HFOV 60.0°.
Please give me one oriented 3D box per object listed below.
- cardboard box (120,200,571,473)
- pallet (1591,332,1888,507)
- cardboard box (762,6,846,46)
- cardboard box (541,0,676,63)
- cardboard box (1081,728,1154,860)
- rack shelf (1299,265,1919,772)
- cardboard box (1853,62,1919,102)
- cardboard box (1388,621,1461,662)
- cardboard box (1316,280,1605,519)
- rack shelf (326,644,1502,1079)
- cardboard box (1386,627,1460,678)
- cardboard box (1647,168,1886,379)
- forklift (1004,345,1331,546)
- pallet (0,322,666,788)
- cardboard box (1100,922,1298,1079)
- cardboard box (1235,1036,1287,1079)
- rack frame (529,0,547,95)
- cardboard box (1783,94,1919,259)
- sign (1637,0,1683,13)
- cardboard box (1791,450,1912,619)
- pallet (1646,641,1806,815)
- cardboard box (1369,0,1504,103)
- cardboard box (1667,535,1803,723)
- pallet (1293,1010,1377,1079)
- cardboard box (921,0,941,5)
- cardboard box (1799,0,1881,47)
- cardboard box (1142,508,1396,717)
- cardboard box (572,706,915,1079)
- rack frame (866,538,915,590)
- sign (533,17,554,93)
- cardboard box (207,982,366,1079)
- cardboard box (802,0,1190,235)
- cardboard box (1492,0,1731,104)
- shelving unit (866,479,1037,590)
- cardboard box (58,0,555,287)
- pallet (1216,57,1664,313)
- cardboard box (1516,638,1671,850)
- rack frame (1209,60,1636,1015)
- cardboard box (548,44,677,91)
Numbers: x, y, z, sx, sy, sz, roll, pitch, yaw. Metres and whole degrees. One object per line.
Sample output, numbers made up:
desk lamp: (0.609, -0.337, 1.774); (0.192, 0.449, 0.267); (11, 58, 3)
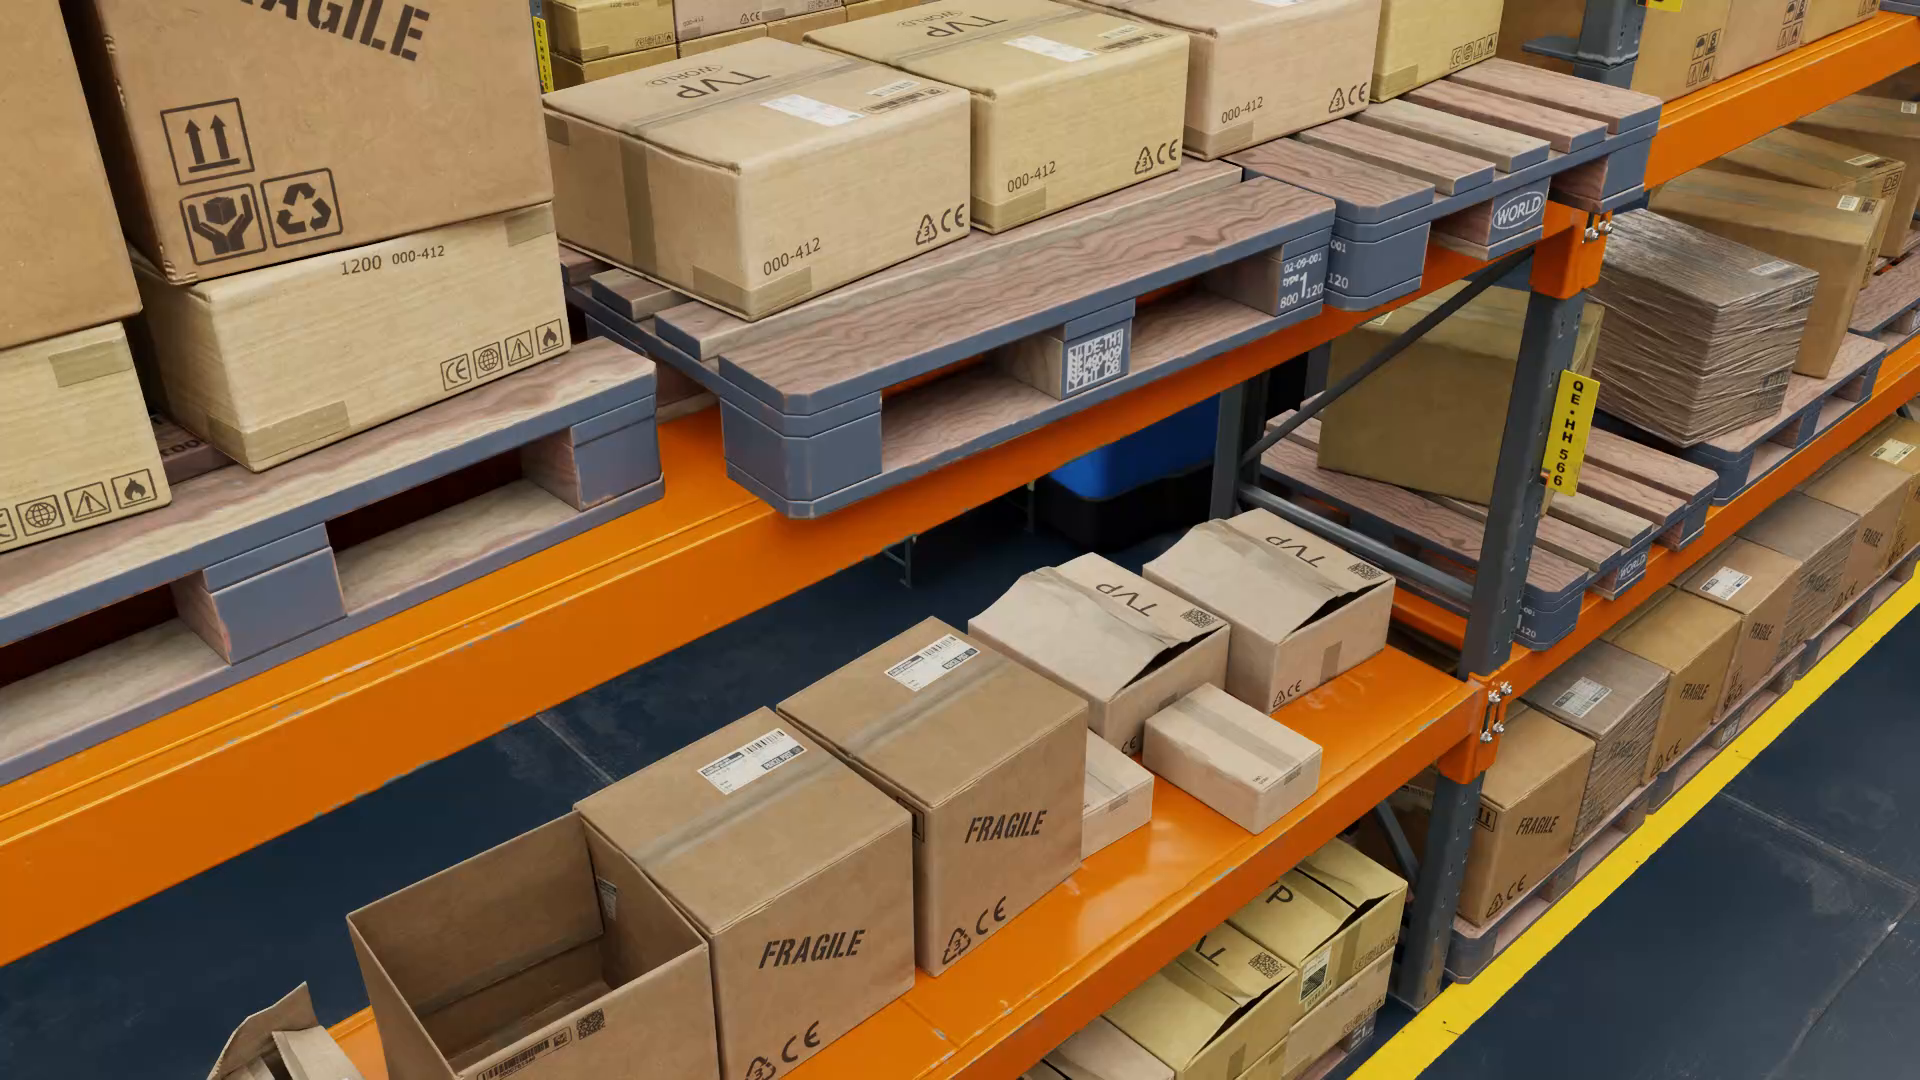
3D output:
cardboard box: (-0.916, -0.371, 2.347); (0.500, 0.250, 0.500); (25, 39, 34)
pallet: (2.581, -0.594, 6.030); (1.213, 0.211, 1.003); (-26, 40, -35)
cardboard box: (-0.928, -2.488, 8.543); (0.500, 0.500, 0.500); (-26, 40, -36)
cardboard box: (-1.684, -2.448, 7.760); (0.500, 0.250, 0.500); (-25, 39, -34)
cardboard box: (0.261, 0.597, 4.139); (0.250, 0.149, 0.380); (-23, 38, -32)
rack shelf: (2.624, -0.387, 6.196); (4.000, 0.370, 1.077); (-26, 40, -35)
cardboard box: (4.286, -2.151, 7.337); (0.500, 0.500, 0.500); (-26, 40, -35)
cardboard box: (1.722, 0.132, 5.915); (0.500, 0.250, 0.500); (-24, 39, -34)
cardboard box: (1.543, -0.472, 5.149); (0.700, 0.500, 0.500); (15, 35, 23)
rack shelf: (-0.309, 1.032, 3.876); (4.000, 0.370, 1.077); (-26, 40, -35)
cardboard box: (1.684, 0.473, 6.075); (0.500, 0.500, 0.500); (-24, 39, -34)
cardboard box: (2.837, -0.974, 5.970); (0.700, 0.500, 0.500); (18, 36, 27)
forklift: (1.488, -1.831, 7.935); (3.031, 2.935, 1.130); (-21, 37, -31)
pallet: (-1.137, -0.081, 2.316); (0.805, 0.209, 1.217); (27, 41, 37)
cardboard box: (0.565, 1.237, 4.547); (0.500, 0.311, 0.500); (-27, 40, -36)
cardboard box: (0.562, 1.474, 4.697); (0.500, 0.250, 0.500); (-26, 40, -36)
rack frame: (-2.213, -1.878, 7.945); (0.127, 3.000, 1.000); (-26, 40, -35)
cardboard box: (3.592, -1.542, 6.898); (0.700, 0.500, 0.500); (15, 35, 23)
sign: (1.529, -1.303, 3.559); (0.005, 0.325, 0.100); (-26, 40, -35)
cardboard box: (3.556, -0.067, 6.959); (0.500, 0.500, 0.500); (-26, 40, -35)
pallet: (2.625, 0.525, 6.690); (1.213, 0.211, 1.003); (-26, 40, -35)
cardboard box: (0.863, -1.196, 3.697); (0.500, 0.250, 0.500); (26, 40, 35)
cardboard box: (2.816, 0.292, 6.372); (0.500, 0.500, 0.500); (-27, 41, -37)
pallet: (0.528, 1.483, 5.123); (1.213, 0.211, 1.003); (-26, 40, -35)
cardboard box: (-0.188, -2.855, 9.143); (0.500, 0.500, 0.500); (-26, 40, -35)
cardboard box: (2.210, -1.839, 4.912); (0.500, 0.500, 0.910); (-26, 40, -35)
cardboard box: (0.861, 0.166, 4.688); (0.500, 0.311, 0.500); (-23, 38, -33)
cardboard box: (-0.447, 0.761, 3.534); (0.500, 0.500, 0.500); (-26, 40, -35)
rack frame: (-0.340, -0.500, 7.130); (0.023, 1.500, 0.400); (-24, 39, -34)
sign: (-1.837, -2.134, 7.330); (0.005, 0.325, 0.100); (-26, 40, -35)
cardboard box: (-1.255, 1.110, 3.188); (0.258, 0.266, 0.396); (-27, 40, -37)
cardboard box: (0.064, -0.805, 3.057); (0.500, 0.250, 0.500); (-27, 40, -36)
cardboard box: (1.455, -1.474, 4.314); (0.500, 0.500, 0.910); (-26, 40, -35)
shelving unit: (-0.062, -0.624, 7.333); (0.755, 1.500, 0.431); (-24, 39, -34)
cardboard box: (-0.894, -0.695, 2.158); (0.500, 0.500, 0.500); (-22, 38, -31)
pallet: (0.721, -0.908, 3.666); (1.003, 0.211, 1.213); (-24, 39, -33)
cardboard box: (2.066, 0.655, 5.778); (0.500, 0.500, 0.500); (-27, 41, -37)
rack frame: (1.158, 0.016, 4.849); (0.127, 3.000, 1.000); (-26, 40, -35)
cardboard box: (-1.683, -2.130, 7.958); (0.500, 0.500, 0.500); (-24, 39, -34)
